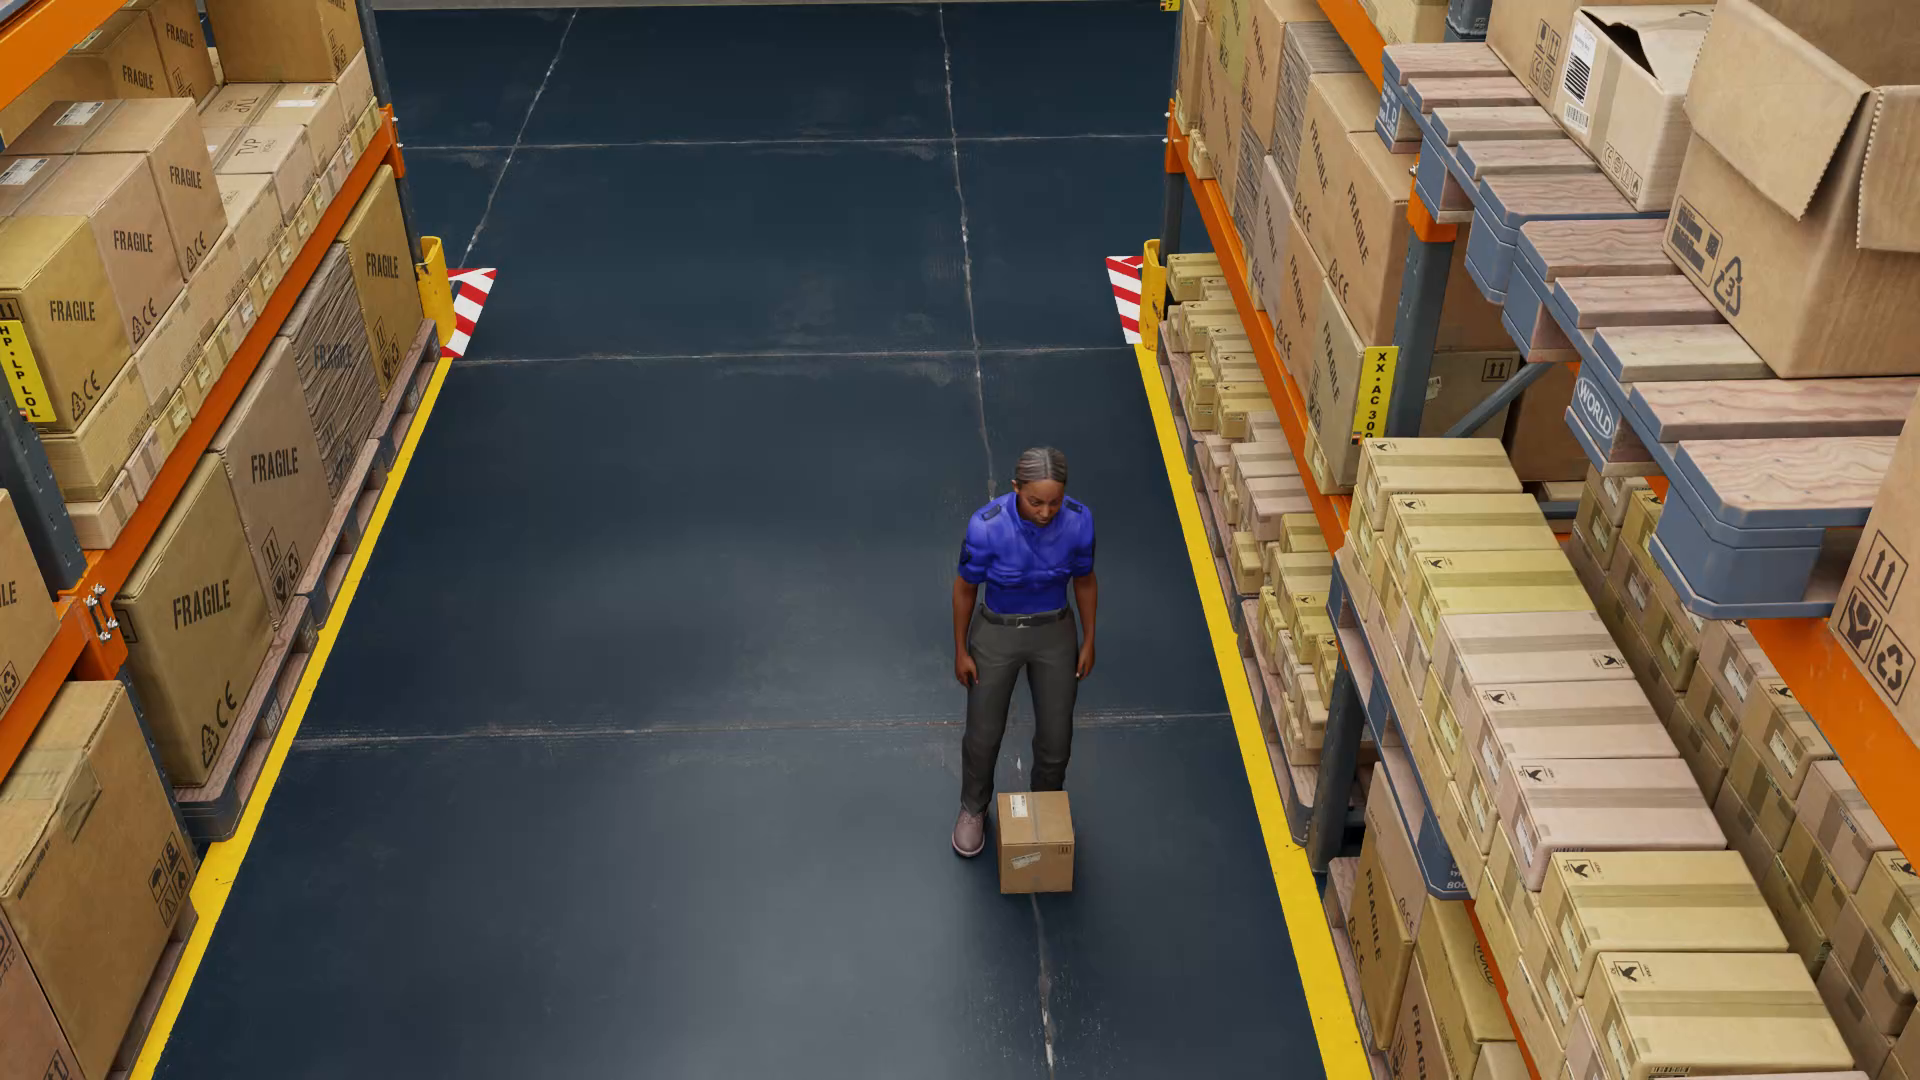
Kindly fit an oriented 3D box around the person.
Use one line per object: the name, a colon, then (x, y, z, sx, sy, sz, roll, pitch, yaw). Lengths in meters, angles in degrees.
person: (0.214, 0.359, 5.646, 0.512, 1.654, 0.346, -4, 36, -6)
